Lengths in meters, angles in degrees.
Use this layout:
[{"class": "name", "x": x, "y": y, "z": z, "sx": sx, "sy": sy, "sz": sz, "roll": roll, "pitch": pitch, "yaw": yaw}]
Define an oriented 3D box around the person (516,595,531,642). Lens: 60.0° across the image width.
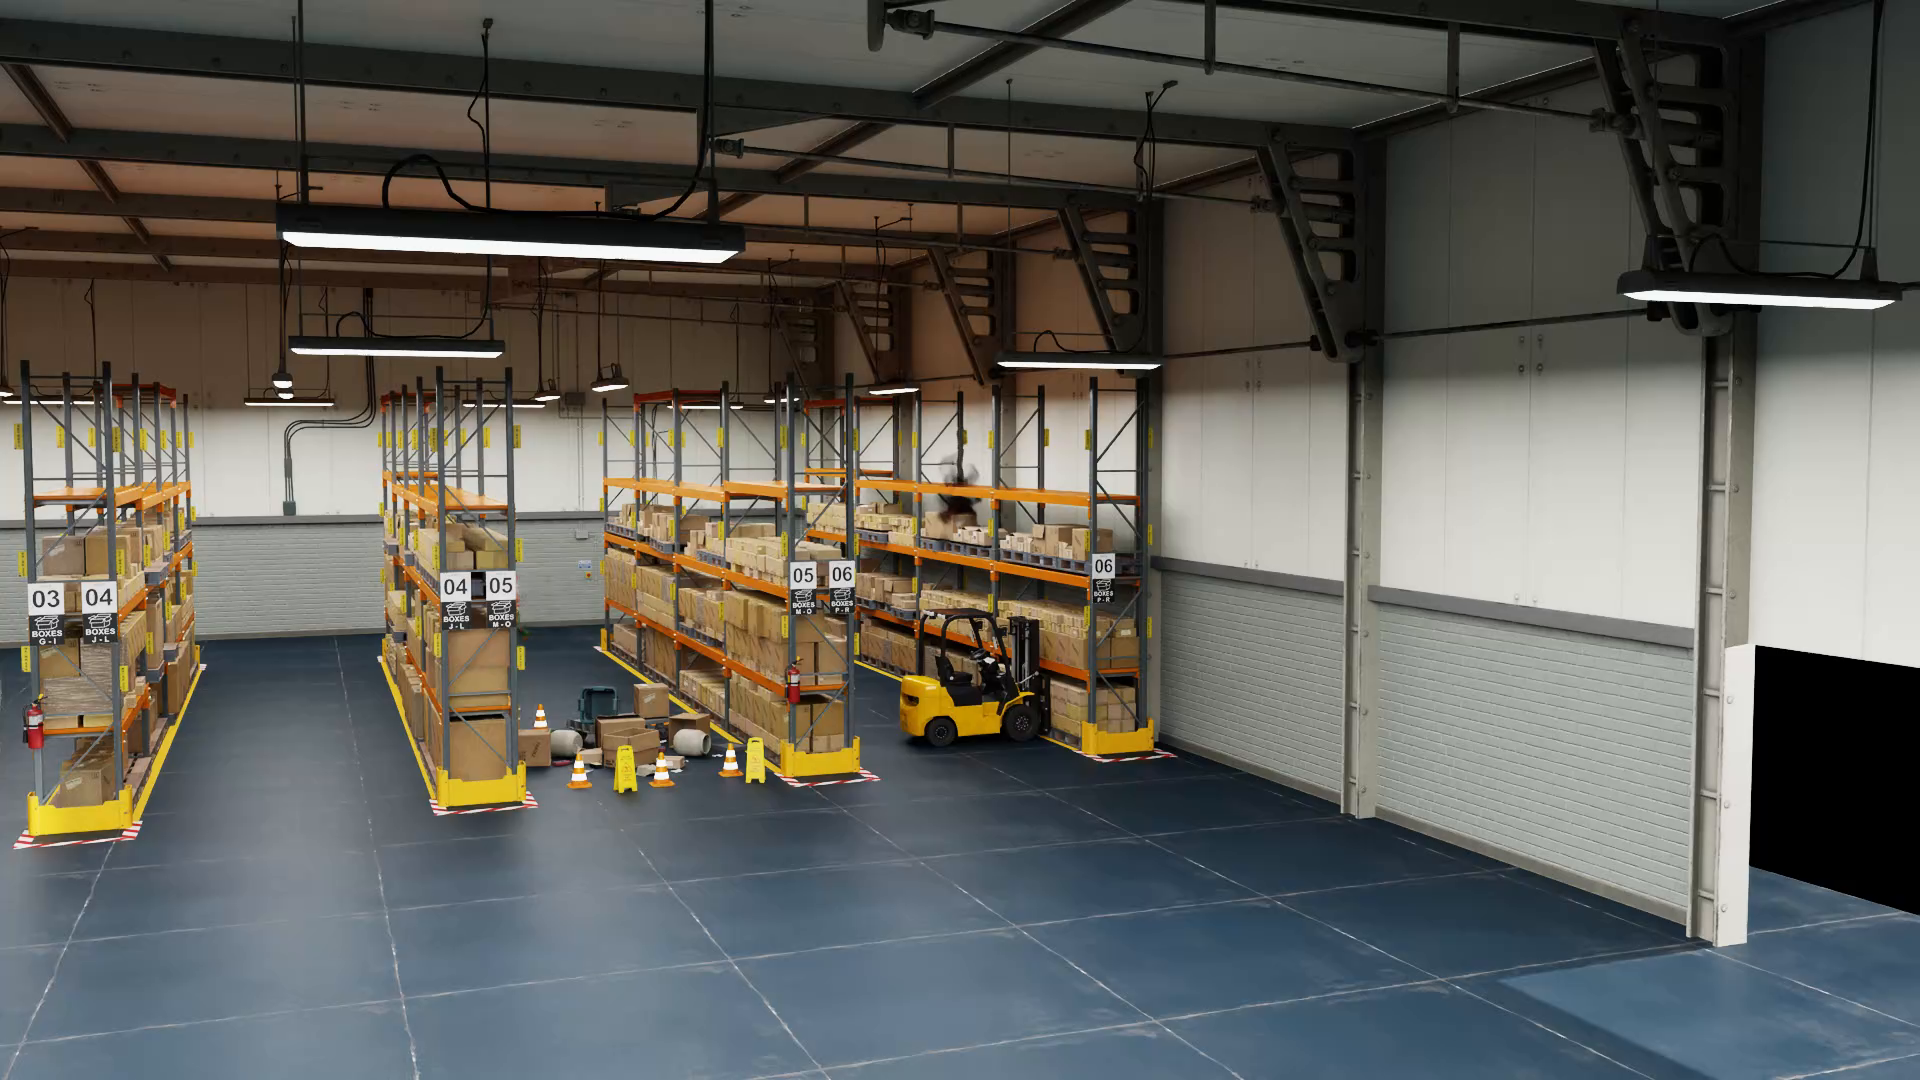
[{"class": "person", "x": -10.718, "y": 1.722, "z": 40.005, "sx": 0.760, "sy": 1.789, "sz": 0.654, "roll": -1, "pitch": 4, "yaw": -15}]
